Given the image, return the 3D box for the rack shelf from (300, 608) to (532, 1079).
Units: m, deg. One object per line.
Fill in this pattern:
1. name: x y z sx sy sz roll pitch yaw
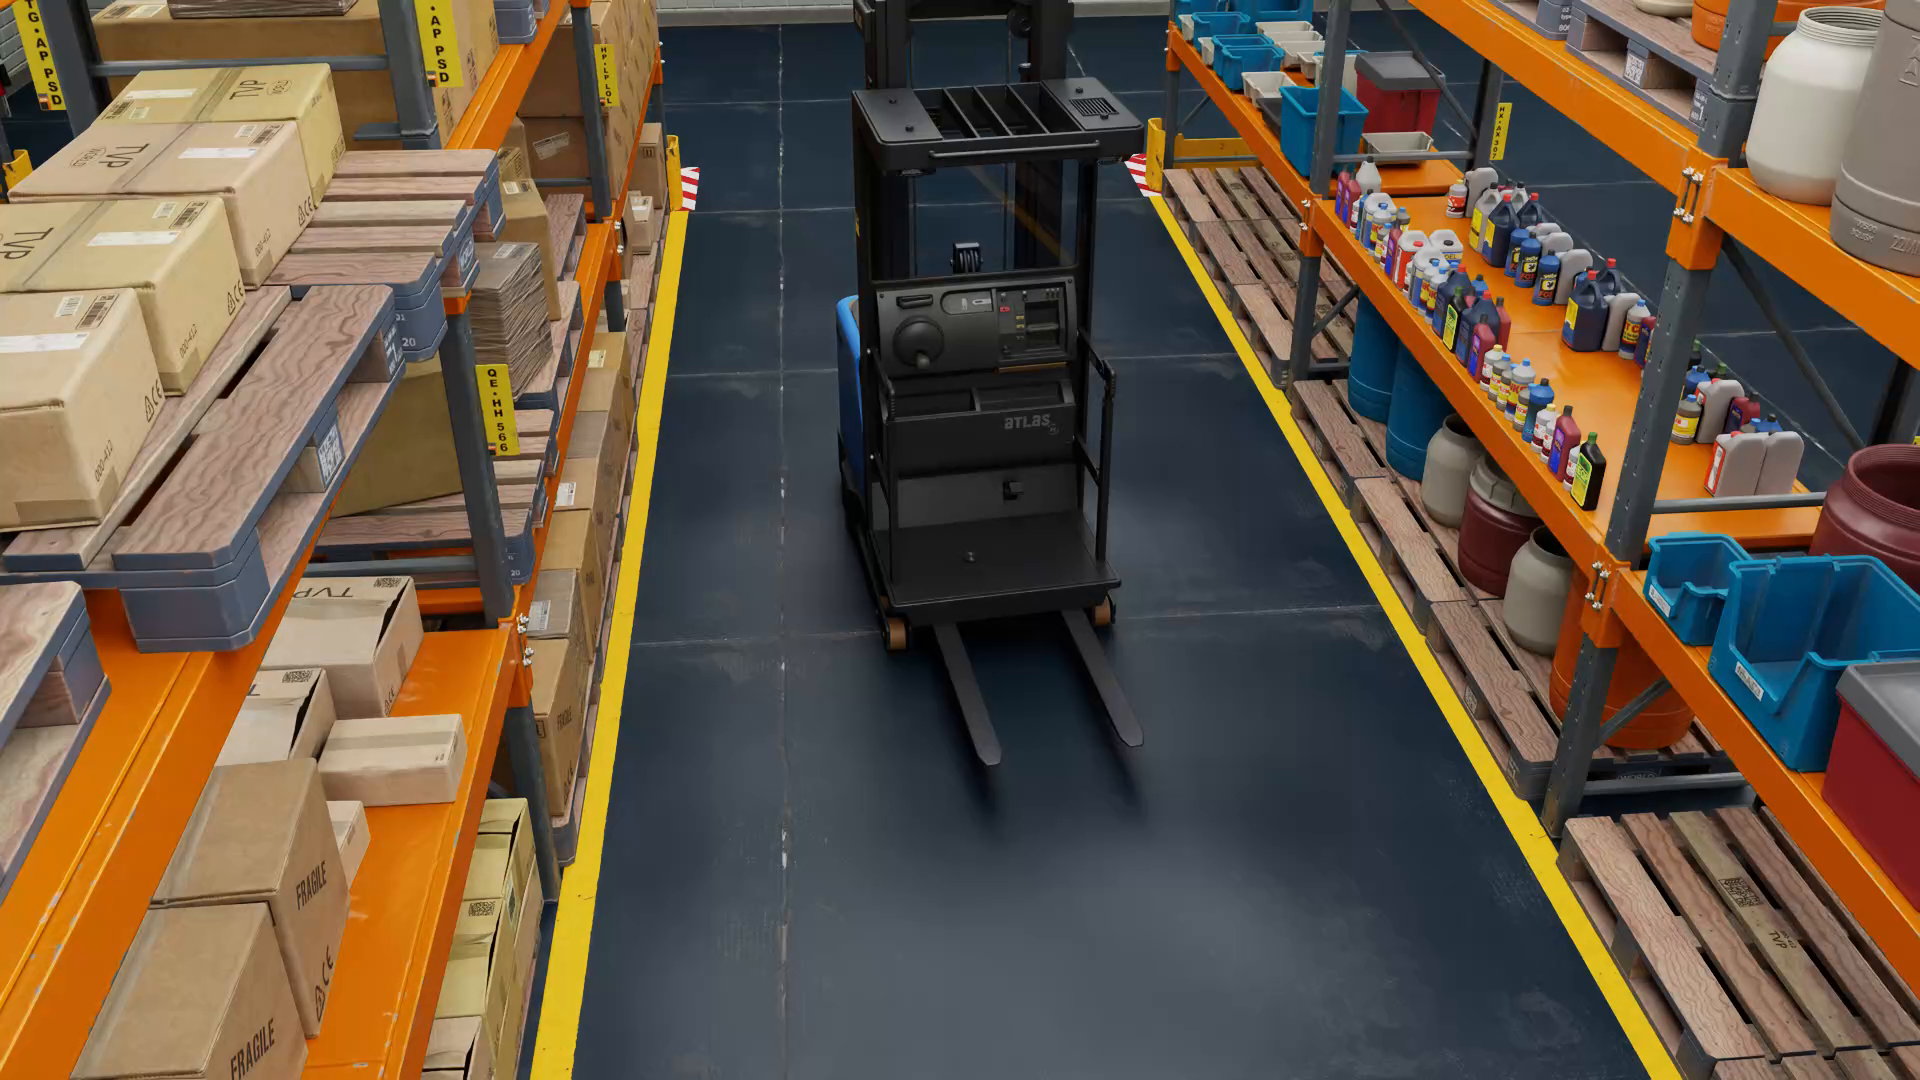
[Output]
1. rack shelf: -1.864 1.436 4.123 1.077 0.370 4.000 -3 31 -5

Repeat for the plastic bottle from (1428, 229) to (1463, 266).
1. plastic bottle: 2.409 -1.399 8.287 0.152 0.276 0.135 -3 31 -5

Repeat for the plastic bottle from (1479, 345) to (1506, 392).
1. plastic bottle: 2.341 -0.756 7.284 0.097 0.201 0.097 0 31 0

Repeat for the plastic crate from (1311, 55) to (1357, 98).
1. plastic crate: 2.548 -2.935 10.796 0.437 0.282 0.530 -3 31 -5

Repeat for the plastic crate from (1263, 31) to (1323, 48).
1. plastic crate: 2.403 -3.570 12.001 0.396 0.136 0.243 -3 31 -5

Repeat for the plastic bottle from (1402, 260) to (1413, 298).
1. plastic bottle: 2.241 -1.299 8.193 0.097 0.201 0.097 0 31 0

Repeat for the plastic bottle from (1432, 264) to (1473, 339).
1. plastic bottle: 2.309 -1.124 7.755 0.144 0.351 0.185 -3 31 -5

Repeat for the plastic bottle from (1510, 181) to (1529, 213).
1. plastic bottle: 2.919 -1.697 8.714 0.144 0.351 0.185 -3 31 -5

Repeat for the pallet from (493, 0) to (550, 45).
1. pallet: -2.334 -2.278 6.897 1.213 0.211 1.003 -3 31 -5

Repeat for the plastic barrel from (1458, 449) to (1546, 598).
1. plastic barrel: 2.713 -0.100 7.935 0.600 0.588 0.708 -3 31 -5

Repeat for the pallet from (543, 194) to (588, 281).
1. pallet: -2.459 -1.441 8.424 1.003 0.211 1.213 -3 31 -5

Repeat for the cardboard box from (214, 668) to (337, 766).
1. cardboard box: -2.160 0.610 4.891 0.500 0.311 0.500 -3 31 -5

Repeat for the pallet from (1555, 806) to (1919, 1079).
1. pallet: 2.915 1.465 6.092 1.003 0.211 1.213 -3 31 -5

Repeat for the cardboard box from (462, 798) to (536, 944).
1. cardboard box: -1.757 1.121 5.674 0.500 0.311 0.500 -2 31 -3

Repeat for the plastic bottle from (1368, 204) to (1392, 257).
1. plastic bottle: 2.189 -1.615 8.654 0.097 0.271 0.097 0 31 0

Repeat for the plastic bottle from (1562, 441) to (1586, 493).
1. plastic bottle: 2.426 -0.290 6.505 0.097 0.201 0.097 0 31 0

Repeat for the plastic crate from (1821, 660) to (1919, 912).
1. plastic crate: 2.727 0.683 4.620 0.402 0.464 0.583 -3 31 -5

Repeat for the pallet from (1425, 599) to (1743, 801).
1. pallet: 2.766 0.667 7.428 1.003 0.211 1.213 -3 31 -5

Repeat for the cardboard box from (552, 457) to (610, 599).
1. cardboard box: -1.959 -0.046 7.910 0.500 0.500 0.500 -4 31 -6

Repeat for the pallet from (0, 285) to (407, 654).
1. pallet: -1.791 -0.188 3.399 1.003 0.211 1.213 -1 31 -2

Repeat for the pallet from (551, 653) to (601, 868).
1. pallet: -2.083 0.920 7.004 1.003 0.211 1.213 -3 31 -5

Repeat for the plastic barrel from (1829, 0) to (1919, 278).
1. plastic barrel: 2.742 -1.203 4.425 0.600 0.901 0.600 0 31 0

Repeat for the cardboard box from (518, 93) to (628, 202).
1. cardboard box: -2.201 -2.253 9.499 0.500 0.500 0.500 -2 31 -3

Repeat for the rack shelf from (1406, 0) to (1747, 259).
1. rack shelf: 2.694 -2.130 7.167 1.077 0.370 4.000 -3 31 -5

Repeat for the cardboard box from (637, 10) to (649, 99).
1. cardboard box: -2.392 -3.286 11.229 0.500 0.500 0.500 -3 31 -4

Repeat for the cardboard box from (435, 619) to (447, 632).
1. cardboard box: -2.372 0.524 6.957 0.500 0.500 0.500 -2 31 -3

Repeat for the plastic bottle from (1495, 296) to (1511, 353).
1. plastic bottle: 2.438 -0.951 7.530 0.061 0.283 0.133 -3 31 -5

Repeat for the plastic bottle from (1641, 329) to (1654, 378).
1. plastic bottle: 3.093 -0.843 7.362 0.097 0.271 0.097 0 31 0

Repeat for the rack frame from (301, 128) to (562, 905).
1. rack frame: -2.051 0.106 5.648 1.000 3.000 0.127 -3 31 -5

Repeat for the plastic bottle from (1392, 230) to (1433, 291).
1. plastic bottle: 2.258 -1.391 8.275 0.152 0.276 0.135 -3 31 -5

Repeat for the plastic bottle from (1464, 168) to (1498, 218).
1. plastic bottle: 2.866 -1.933 9.182 0.152 0.276 0.135 -3 31 -5

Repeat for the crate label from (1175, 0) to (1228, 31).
1. crate label: 1.829 -4.026 12.670 0.416 0.233 0.303 -3 31 -5

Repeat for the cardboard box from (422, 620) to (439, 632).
1. cardboard box: -2.382 0.173 6.812 0.500 0.250 0.500 -2 31 -3

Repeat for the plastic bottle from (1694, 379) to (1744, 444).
1. plastic bottle: 3.119 -0.549 6.865 0.152 0.276 0.135 -3 31 -5

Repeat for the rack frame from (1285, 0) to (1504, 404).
1. rack frame: 2.507 -2.172 9.461 1.000 3.000 0.127 -3 31 -5

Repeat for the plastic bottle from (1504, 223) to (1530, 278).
1. plastic bottle: 2.825 -1.471 8.414 0.097 0.271 0.097 0 31 0

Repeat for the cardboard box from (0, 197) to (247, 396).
1. cardboard box: -1.843 -0.510 3.490 0.500 0.250 0.500 -3 31 -6

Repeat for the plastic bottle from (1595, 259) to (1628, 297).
1. plastic bottle: 3.022 -1.135 7.773 0.144 0.351 0.185 -3 31 -5

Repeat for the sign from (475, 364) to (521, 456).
1. sign: -1.499 -0.420 5.398 0.100 0.325 0.005 -3 31 -5

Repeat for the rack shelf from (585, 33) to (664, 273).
1. rack shelf: -2.612 -2.649 10.961 1.077 0.370 4.000 -3 31 -5

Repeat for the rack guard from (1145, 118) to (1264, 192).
1. rack guard: 2.118 -3.153 13.541 1.175 0.500 0.348 -3 31 -5

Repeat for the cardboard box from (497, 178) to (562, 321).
1. cardboard box: -2.198 -1.261 7.428 0.700 0.500 0.500 -11 32 -17

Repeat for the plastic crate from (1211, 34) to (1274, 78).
1. plastic crate: 1.952 -3.354 11.545 0.416 0.233 0.300 -3 31 -5

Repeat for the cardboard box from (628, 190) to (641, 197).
1. cardboard box: -2.554 -2.474 12.301 0.380 0.166 0.250 -3 31 -5

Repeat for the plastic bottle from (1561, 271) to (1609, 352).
1. plastic bottle: 2.883 -1.059 7.645 0.144 0.351 0.185 -3 31 -5

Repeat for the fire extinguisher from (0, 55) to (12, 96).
1. fire extinguisher: -7.285 -3.645 12.367 0.296 0.674 0.183 -3 31 -5

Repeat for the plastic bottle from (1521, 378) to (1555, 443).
1. plastic bottle: 2.386 -0.538 6.850 0.097 0.271 0.097 0 31 0

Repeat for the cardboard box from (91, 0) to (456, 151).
1. cardboard box: -2.125 -1.446 5.223 0.910 0.500 0.500 -3 31 -5

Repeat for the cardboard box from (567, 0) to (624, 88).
1. cardboard box: -2.237 -2.926 9.651 0.500 0.500 0.500 -4 31 -6

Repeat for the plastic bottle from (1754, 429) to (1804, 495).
1. plastic bottle: 3.162 -0.313 6.470 0.152 0.276 0.135 -3 31 -5

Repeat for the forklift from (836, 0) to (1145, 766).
1. forklift: 0.127 -0.943 7.471 1.130 2.935 3.031 -6 31 -10

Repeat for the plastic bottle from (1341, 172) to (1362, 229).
1. plastic bottle: 2.129 -1.846 9.029 0.061 0.283 0.133 -3 31 -5
